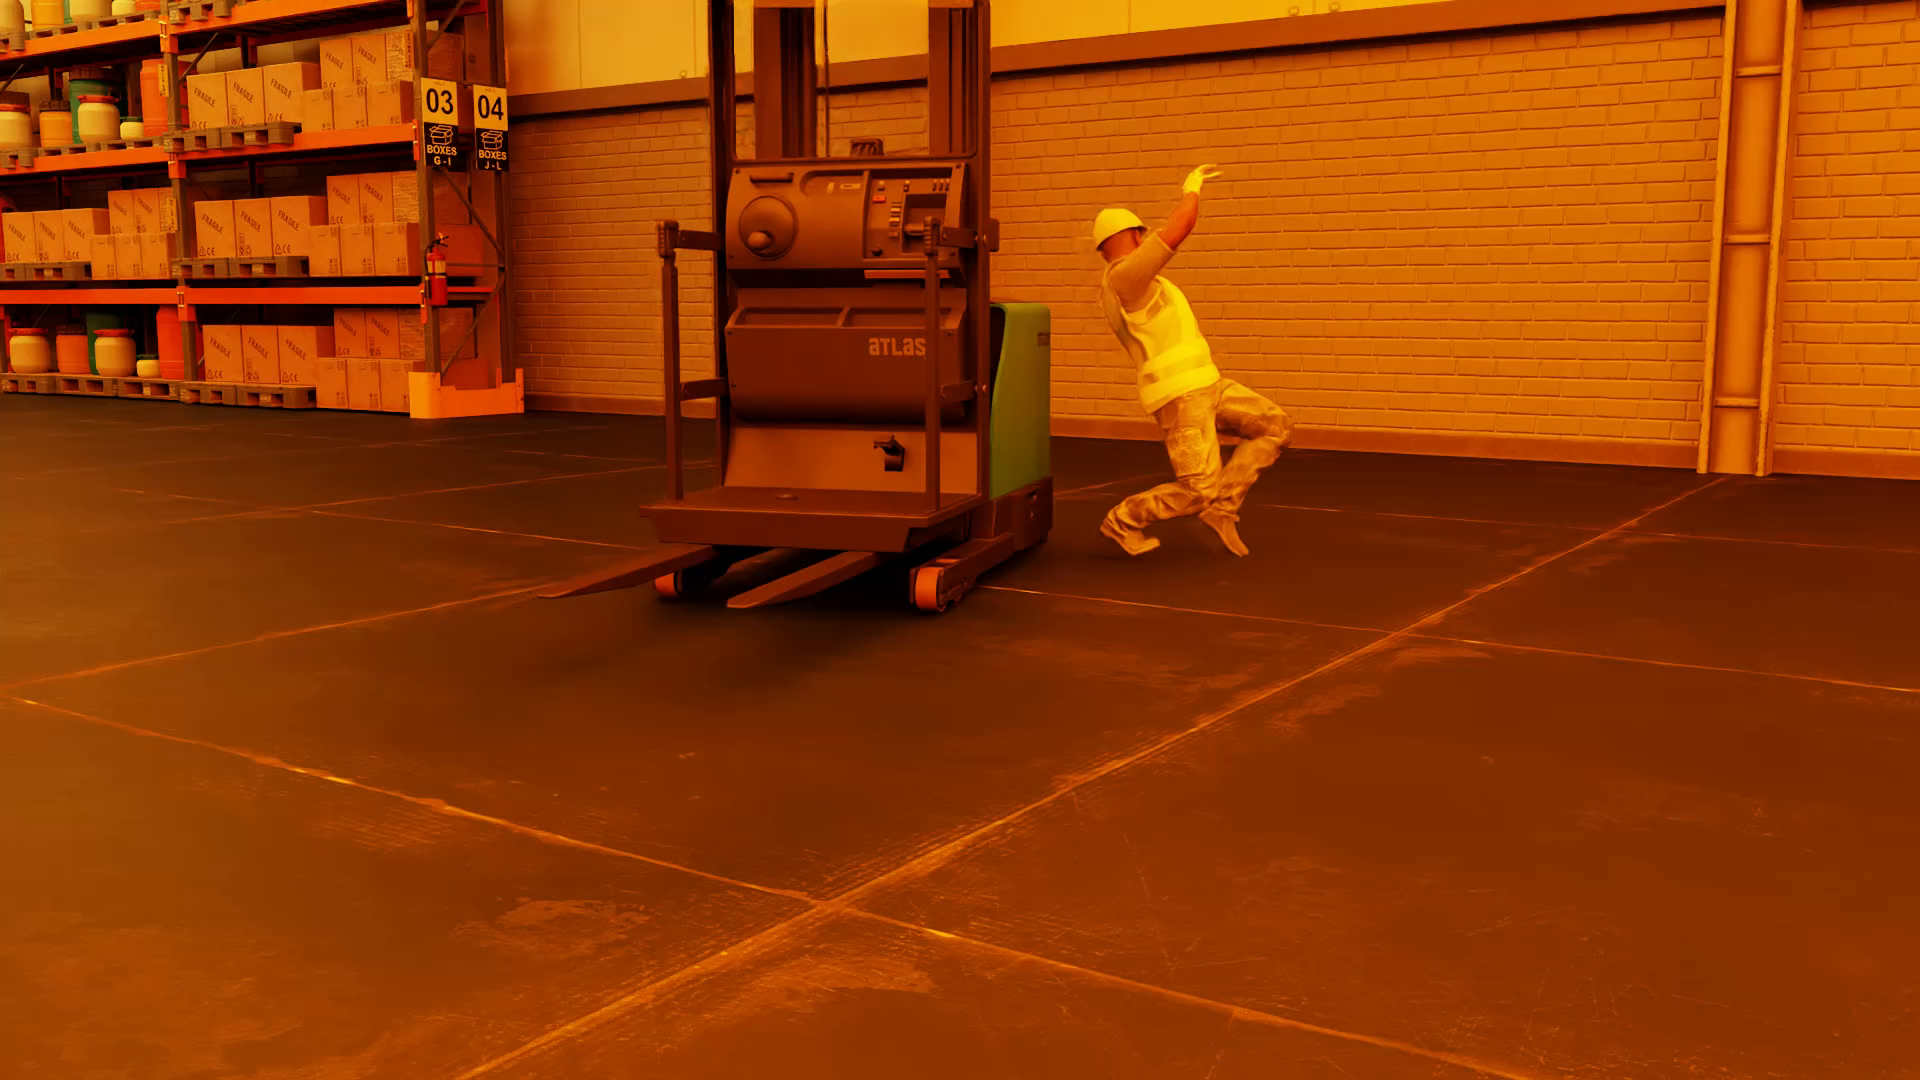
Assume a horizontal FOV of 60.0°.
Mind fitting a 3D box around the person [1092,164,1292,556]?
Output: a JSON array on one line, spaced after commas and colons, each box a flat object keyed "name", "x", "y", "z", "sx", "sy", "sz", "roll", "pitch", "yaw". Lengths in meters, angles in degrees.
[{"name": "person", "x": 1.018, "y": -0.747, "z": 7.155, "sx": 0.832, "sy": 1.652, "sz": 1.143, "roll": 2, "pitch": 8, "yaw": 17}]

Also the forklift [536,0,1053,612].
[{"name": "forklift", "x": -0.493, "y": -1.258, "z": 6.039, "sx": 1.130, "sy": 2.935, "sz": 3.031, "roll": 2, "pitch": 8, "yaw": 16}]
